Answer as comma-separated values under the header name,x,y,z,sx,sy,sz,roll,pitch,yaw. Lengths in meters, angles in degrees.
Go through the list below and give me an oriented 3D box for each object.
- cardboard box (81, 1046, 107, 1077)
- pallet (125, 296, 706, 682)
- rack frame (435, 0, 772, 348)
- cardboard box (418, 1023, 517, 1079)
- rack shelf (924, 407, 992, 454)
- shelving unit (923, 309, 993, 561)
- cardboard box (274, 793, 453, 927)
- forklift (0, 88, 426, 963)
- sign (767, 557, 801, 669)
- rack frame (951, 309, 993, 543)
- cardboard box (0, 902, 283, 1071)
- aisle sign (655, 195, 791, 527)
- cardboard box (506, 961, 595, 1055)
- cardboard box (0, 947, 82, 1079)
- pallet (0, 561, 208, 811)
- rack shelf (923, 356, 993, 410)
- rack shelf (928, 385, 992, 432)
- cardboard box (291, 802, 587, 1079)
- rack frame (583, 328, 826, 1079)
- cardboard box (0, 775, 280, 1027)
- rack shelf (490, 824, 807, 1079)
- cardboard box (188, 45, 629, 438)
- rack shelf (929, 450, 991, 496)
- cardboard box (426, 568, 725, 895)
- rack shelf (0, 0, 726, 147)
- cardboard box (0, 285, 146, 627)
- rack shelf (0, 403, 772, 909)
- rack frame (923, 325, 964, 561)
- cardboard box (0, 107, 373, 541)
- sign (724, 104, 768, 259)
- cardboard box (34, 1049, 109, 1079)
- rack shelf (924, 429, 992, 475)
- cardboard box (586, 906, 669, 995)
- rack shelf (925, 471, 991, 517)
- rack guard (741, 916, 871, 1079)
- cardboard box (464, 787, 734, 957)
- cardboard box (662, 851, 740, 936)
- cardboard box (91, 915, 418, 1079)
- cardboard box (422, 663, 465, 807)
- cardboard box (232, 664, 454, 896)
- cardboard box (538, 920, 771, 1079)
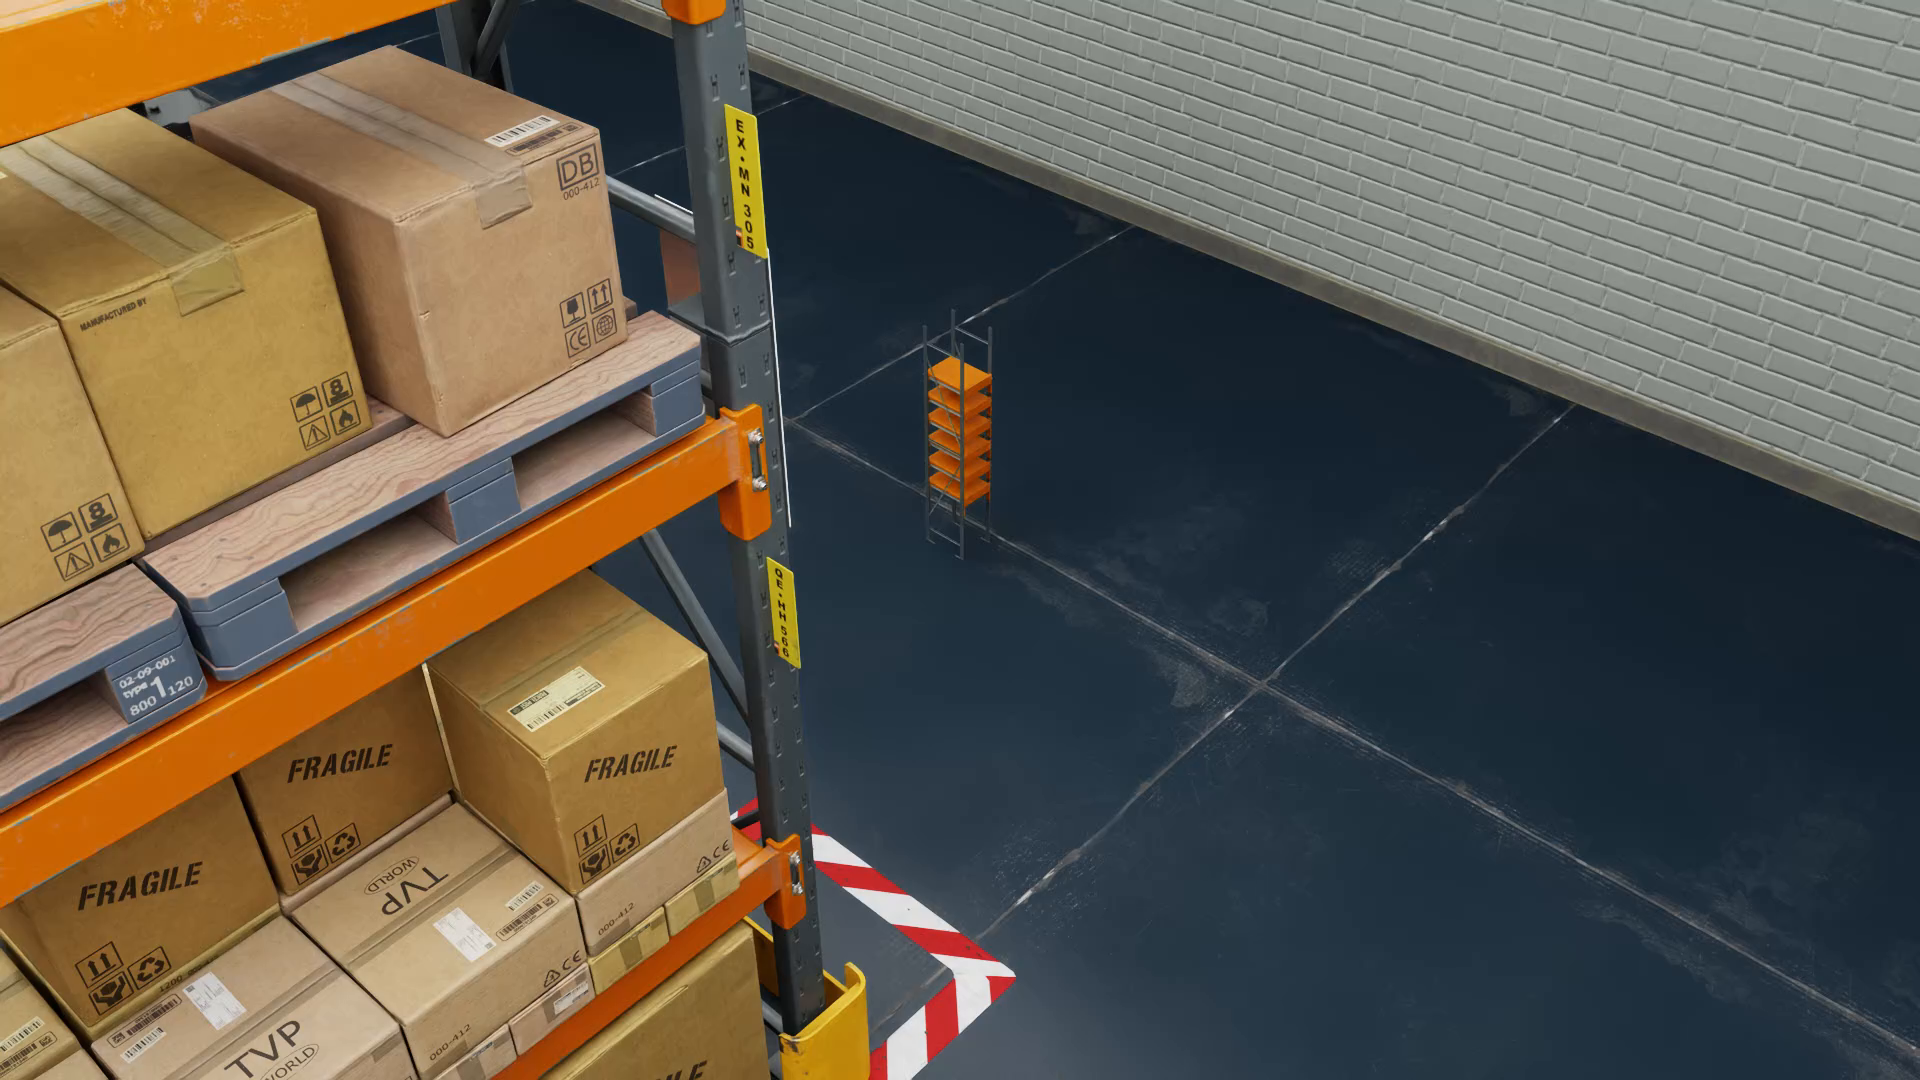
name,x,y,z,sx,sy,sz,roll,pitch,yaw
cardboard box,-2.193,1.215,4.297,0.380,0.149,0.250,29,47,31
pallet,-1.338,-0.294,3.654,1.003,0.211,1.213,30,47,32
rack frame,-0.845,-1.848,3.127,1.000,3.000,0.127,30,47,32
cardboard box,-1.356,1.250,4.253,0.380,0.149,0.250,31,48,33
rack shelf,-0.010,-0.522,7.605,0.258,0.103,0.180,30,47,32
shelving unit,-0.010,-0.463,7.652,0.258,1.200,0.189,30,47,32
cardboard box,-1.714,0.791,4.510,0.500,0.250,0.500,29,47,31
forklift,-3.064,-0.028,5.714,1.130,2.935,3.031,24,45,27
sign,-0.454,0.189,4.265,0.100,0.325,0.005,30,47,32
rack frame,0.052,-0.505,7.705,0.240,1.200,0.006,30,47,32
cardboard box,-2.055,1.021,4.221,0.500,0.250,0.500,28,46,31
aisle sign,-0.575,-0.424,4.068,0.394,0.787,0.004,30,47,32
cardboard box,-1.187,1.136,4.396,0.380,0.149,0.250,30,47,32
cardboard box,-2.403,1.263,3.917,0.500,0.250,0.500,29,47,31
pallet,-2.161,0.269,2.946,1.003,0.211,1.213,30,47,32
rack shelf,-0.010,-0.710,7.455,0.258,0.103,0.180,30,47,32
rack shelf,-0.010,-0.616,7.530,0.258,0.103,0.180,30,47,32
cardboard box,-1.319,1.010,4.235,0.500,0.250,0.500,29,47,31
rack frame,-0.845,0.500,4.994,1.000,3.000,0.127,30,47,32
cardboard box,-2.050,0.727,3.989,0.500,0.500,0.500,28,46,31
rack shelf,-2.194,1.701,4.063,1.077,0.370,4.000,30,47,32
cardboard box,-1.156,-0.655,3.539,0.700,0.500,0.500,27,46,29
rack shelf,-0.010,-0.334,7.754,0.258,0.103,0.180,30,47,32
cardboard box,-0.979,0.483,4.295,0.500,0.500,0.500,30,47,32
rack shelf,-2.194,-0.491,2.320,1.077,0.370,4.000,30,47,32
cardboard box,-1.938,-0.189,2.953,0.700,0.500,0.500,26,45,29
rack shelf,-2.194,0.527,3.129,1.077,0.370,4.000,30,47,32
rack frame,-0.071,-0.421,7.599,0.240,1.200,0.006,30,47,32
cardboard box,-1.625,-0.447,3.277,0.700,0.500,0.500,28,46,30
sign,-0.454,-0.755,3.515,0.100,0.325,0.005,30,47,32
cardboard box,-2.010,1.485,3.638,0.500,0.250,0.500,30,47,32
rack shelf,-0.010,-0.428,7.679,0.258,0.103,0.180,30,47,32
cardboard box,-1.016,1.021,4.542,0.380,0.149,0.250,30,47,32
rack shelf,-0.010,-0.240,7.829,0.258,0.103,0.180,30,47,32
rack guard,-0.829,1.468,5.786,1.175,0.500,0.348,30,47,32
cardboard box,-0.976,0.777,4.528,0.500,0.250,0.500,29,47,31
cardboard box,-0.842,0.901,4.693,0.380,0.149,0.250,31,48,33
cardboard box,-1.662,1.244,3.941,0.500,0.250,0.500,28,46,31
cardboard box,-1.368,0.550,4.813,0.500,0.250,0.500,28,46,31
cardboard box,-1.705,0.486,4.291,0.500,0.500,0.500,28,47,31
cardboard box,-1.217,1.495,5.113,0.875,0.875,0.875,30,47,32
